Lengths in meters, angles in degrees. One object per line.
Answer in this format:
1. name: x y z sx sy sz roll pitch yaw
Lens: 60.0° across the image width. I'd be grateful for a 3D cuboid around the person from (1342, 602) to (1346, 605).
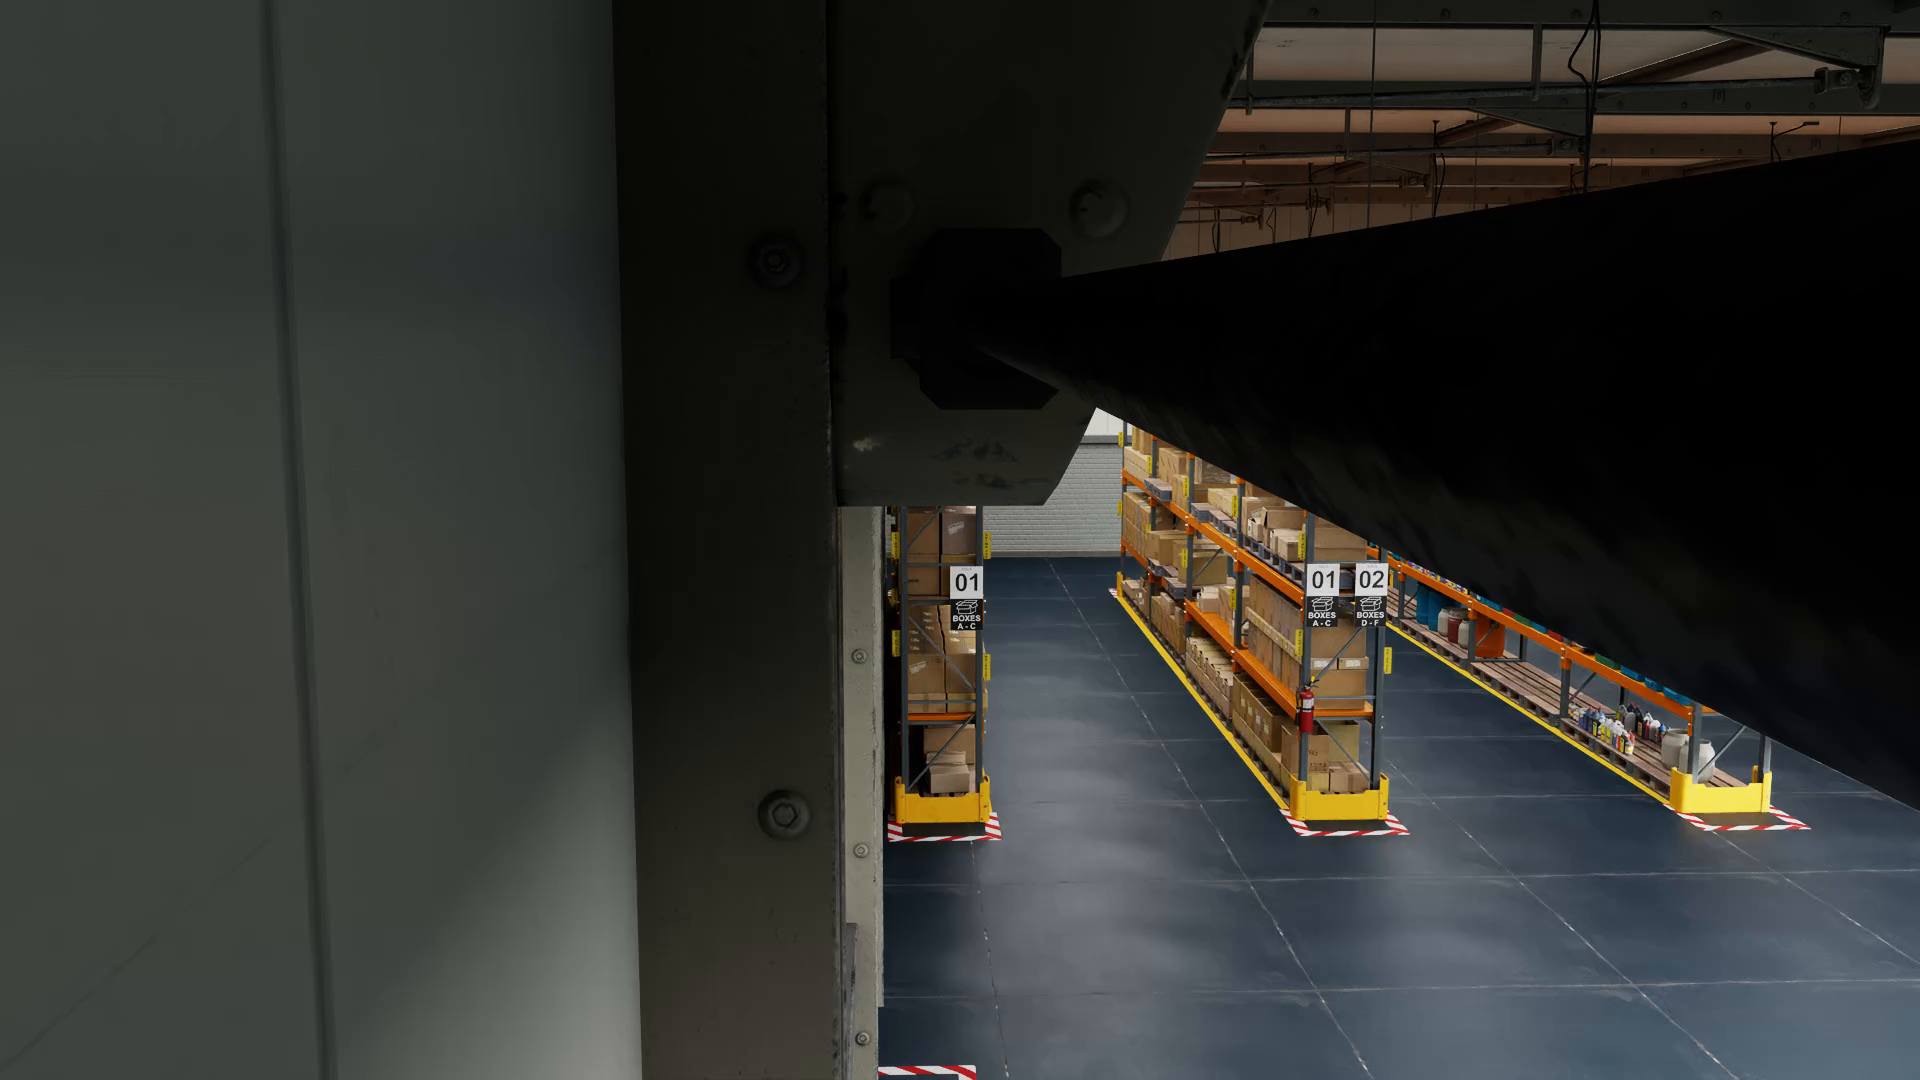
1. person: 6.755 1.184 30.623 0.669 1.736 0.689 -2 8 -14
